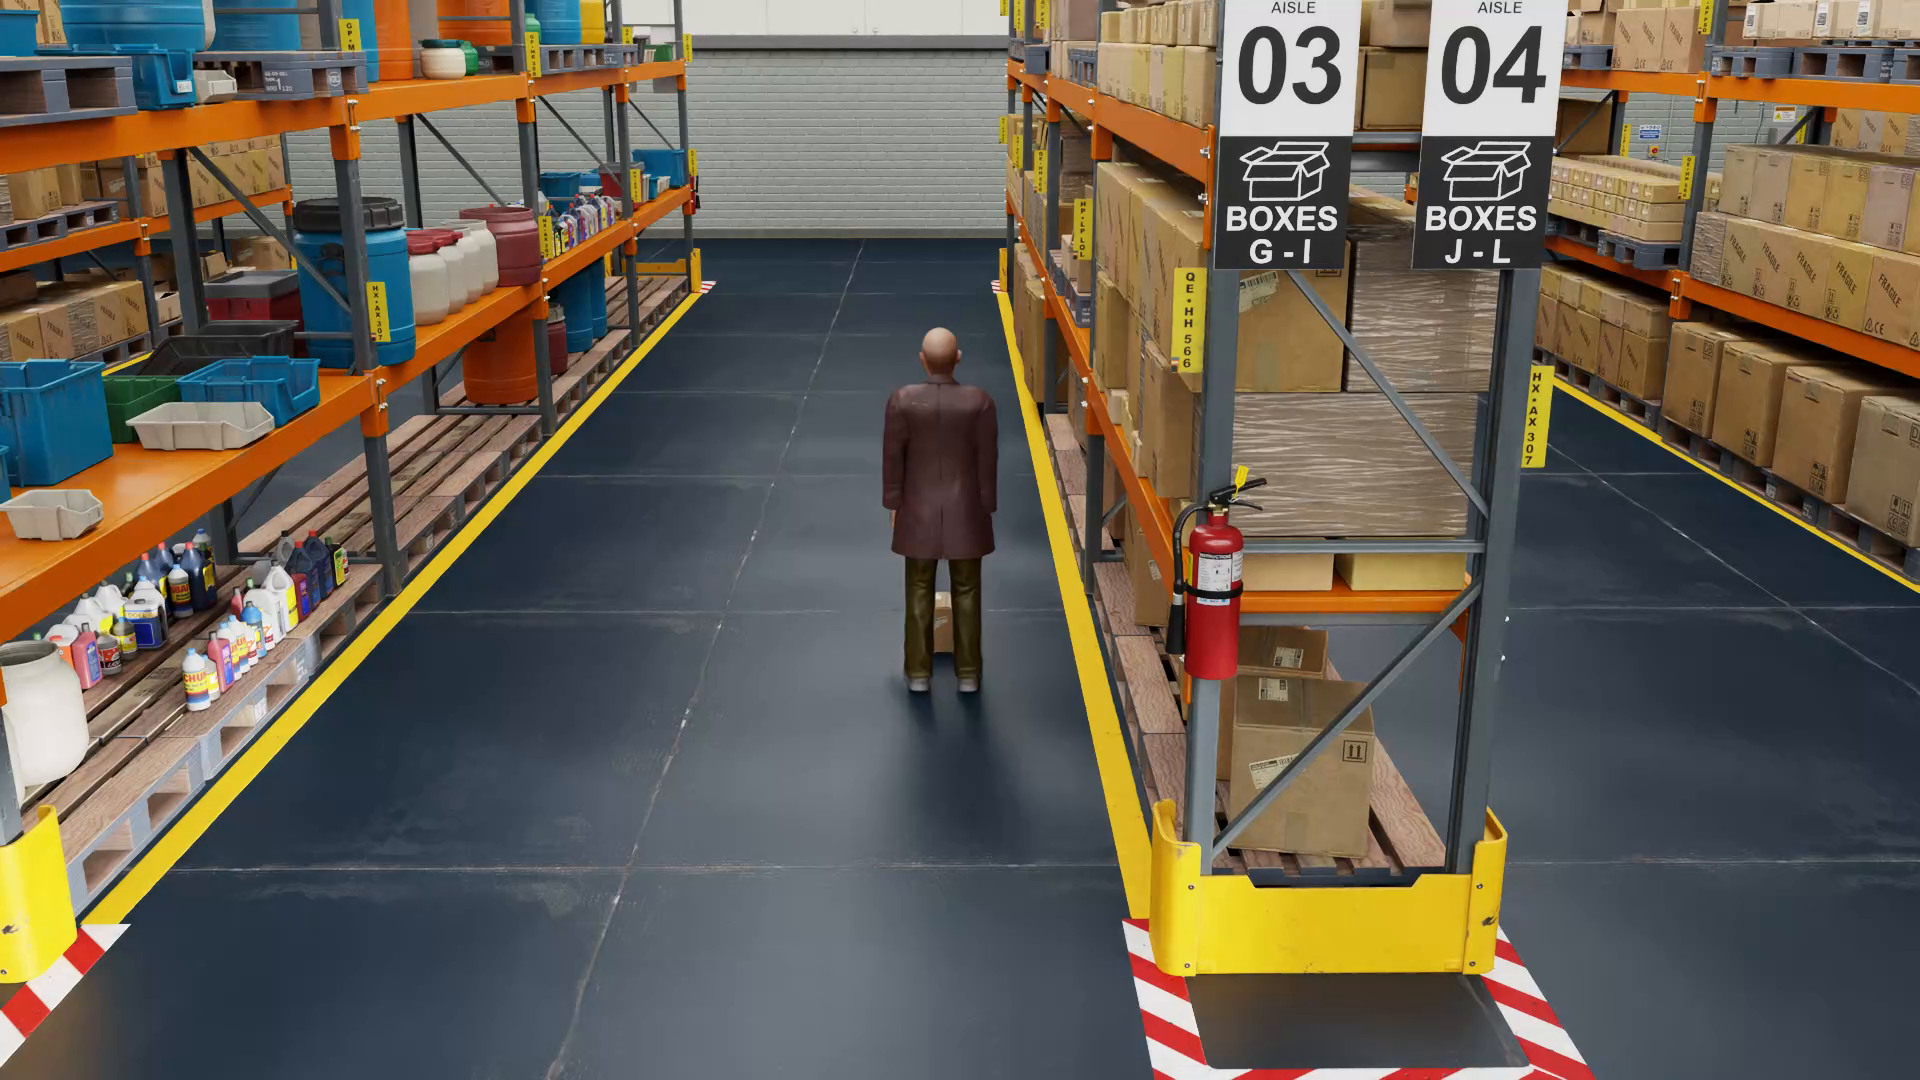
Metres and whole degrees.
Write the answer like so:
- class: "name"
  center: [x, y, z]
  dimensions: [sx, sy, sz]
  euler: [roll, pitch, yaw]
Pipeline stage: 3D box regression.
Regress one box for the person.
- class: "person"
  center: [-0.097, -0.144, 8.052]
  dimensions: [0.562, 1.786, 0.388]
  euler: [1, 17, 2]
